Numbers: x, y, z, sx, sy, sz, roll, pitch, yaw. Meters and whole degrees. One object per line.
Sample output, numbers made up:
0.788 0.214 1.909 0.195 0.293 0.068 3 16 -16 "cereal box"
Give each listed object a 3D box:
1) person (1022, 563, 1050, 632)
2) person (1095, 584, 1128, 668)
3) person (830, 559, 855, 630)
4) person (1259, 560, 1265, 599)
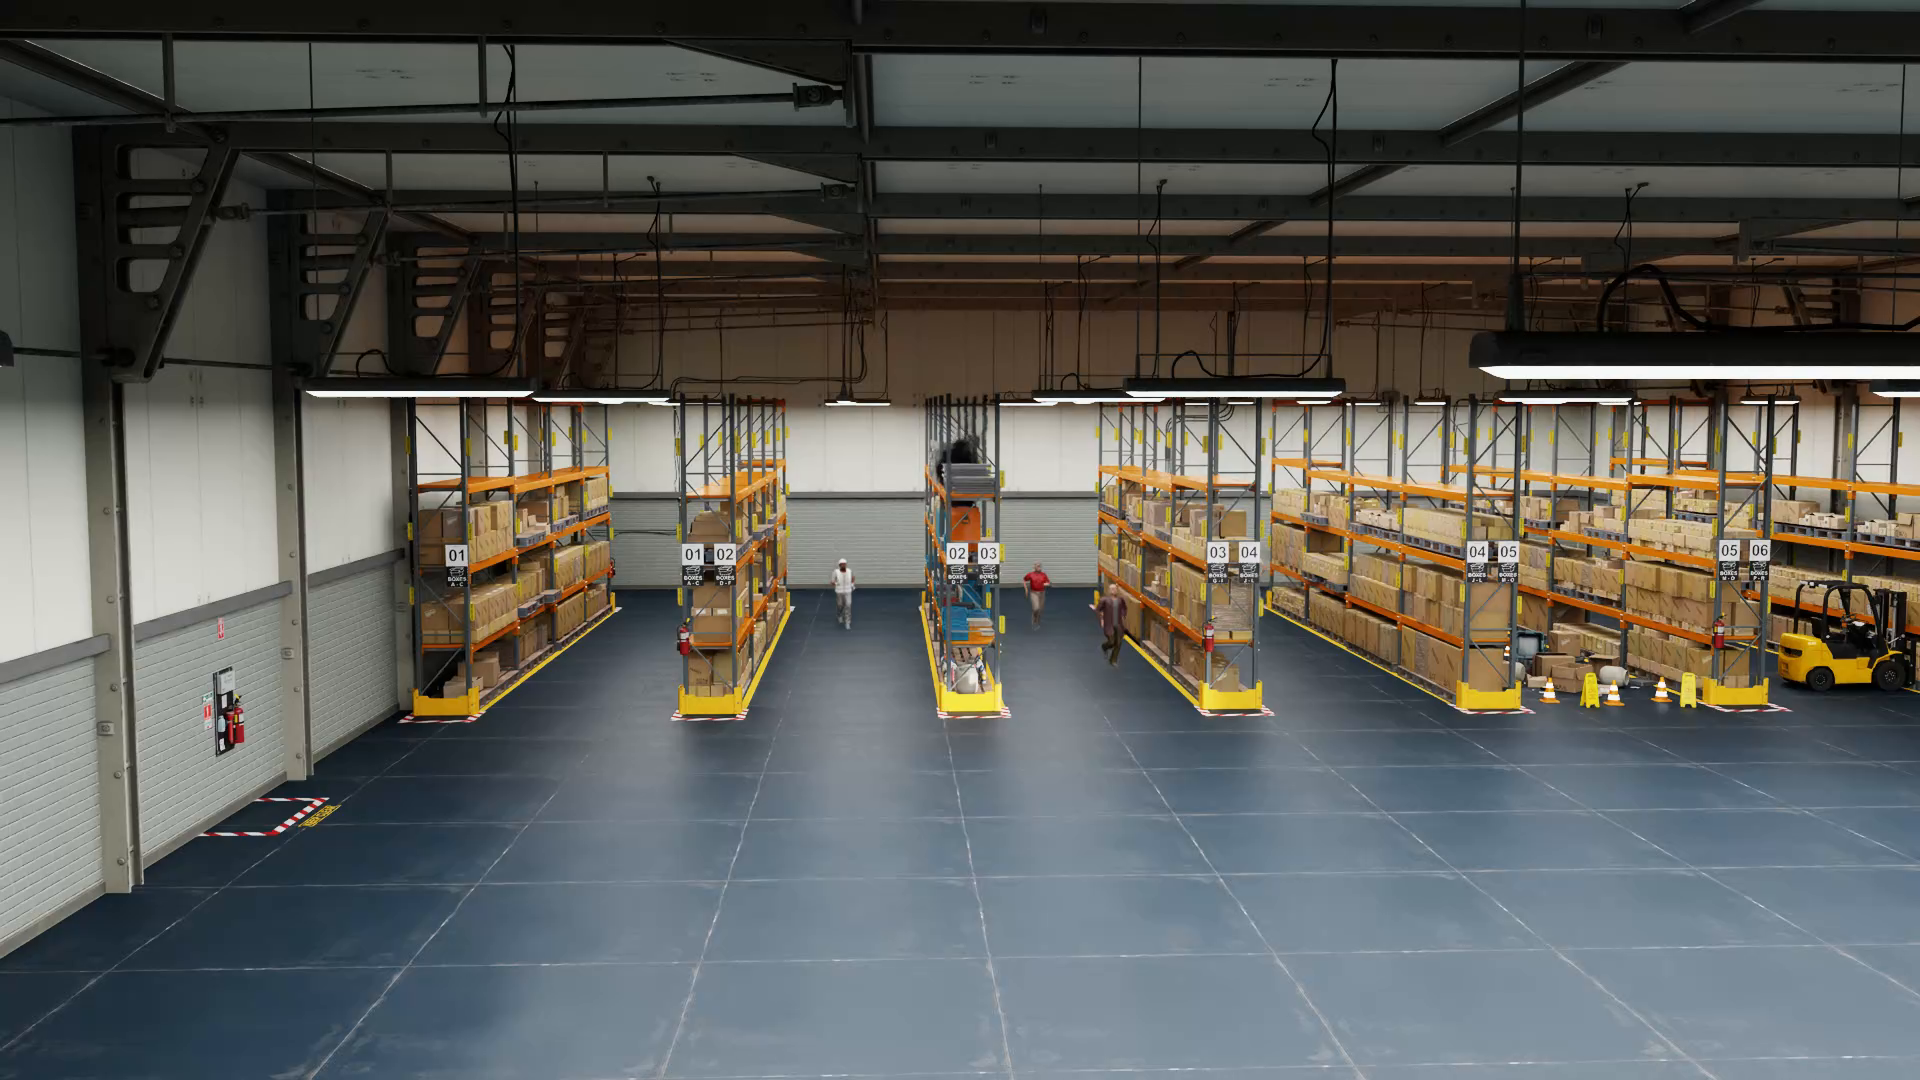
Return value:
2.000 1.484 42.948 0.631 1.798 0.768 -2 5 -21 "person"
3.218 1.801 35.070 0.709 1.748 0.640 -1 5 -15 "person"
-3.050 1.387 43.403 0.679 1.799 0.982 -1 5 -12 "person"
8.518 1.047 49.049 0.837 1.615 0.725 0 5 -1 "person"
